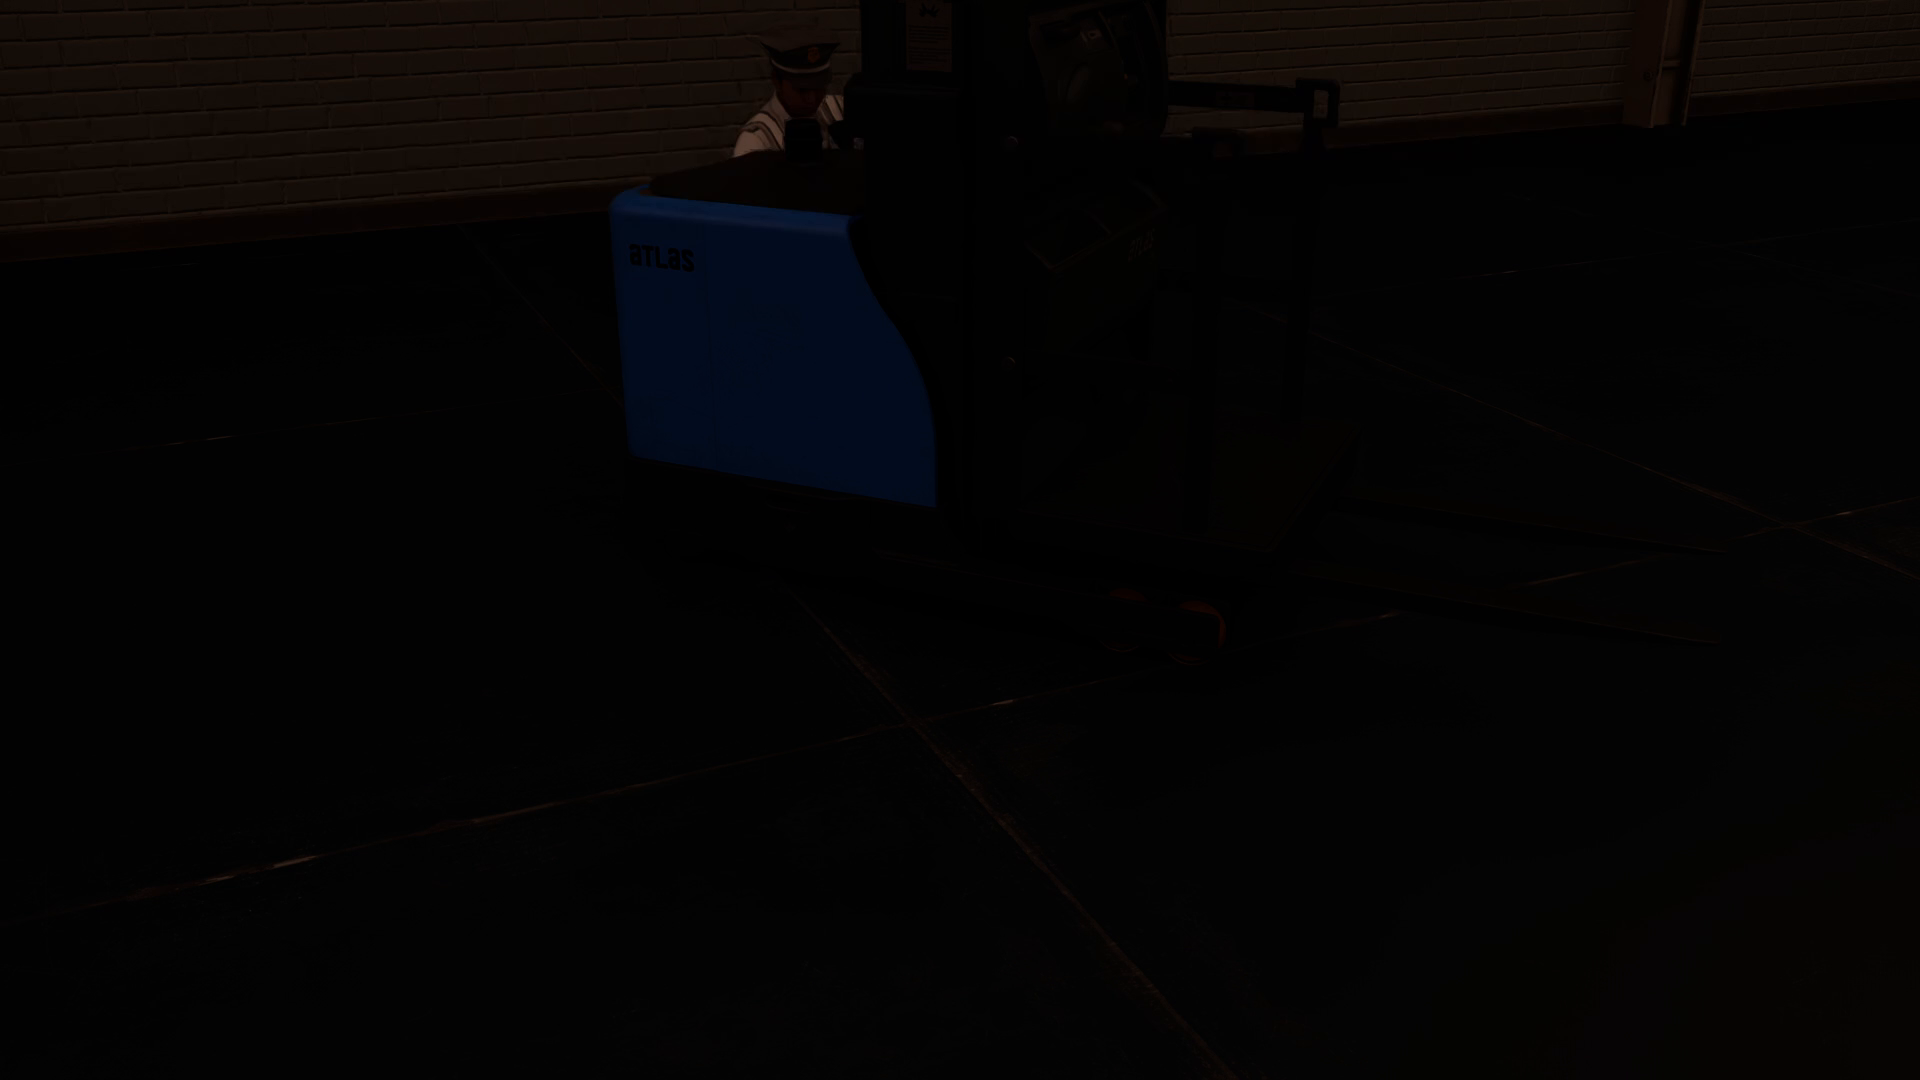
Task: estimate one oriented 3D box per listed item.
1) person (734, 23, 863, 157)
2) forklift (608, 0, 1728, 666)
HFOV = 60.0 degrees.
[{"bbox_3d":[-0.371,-0.878,5.277,0.890,1.443,0.711,-15,27,-33],"label":"person"},{"bbox_3d":[0.558,-1.258,4.315,3.031,2.935,1.130,10,25,22],"label":"forklift"}]
